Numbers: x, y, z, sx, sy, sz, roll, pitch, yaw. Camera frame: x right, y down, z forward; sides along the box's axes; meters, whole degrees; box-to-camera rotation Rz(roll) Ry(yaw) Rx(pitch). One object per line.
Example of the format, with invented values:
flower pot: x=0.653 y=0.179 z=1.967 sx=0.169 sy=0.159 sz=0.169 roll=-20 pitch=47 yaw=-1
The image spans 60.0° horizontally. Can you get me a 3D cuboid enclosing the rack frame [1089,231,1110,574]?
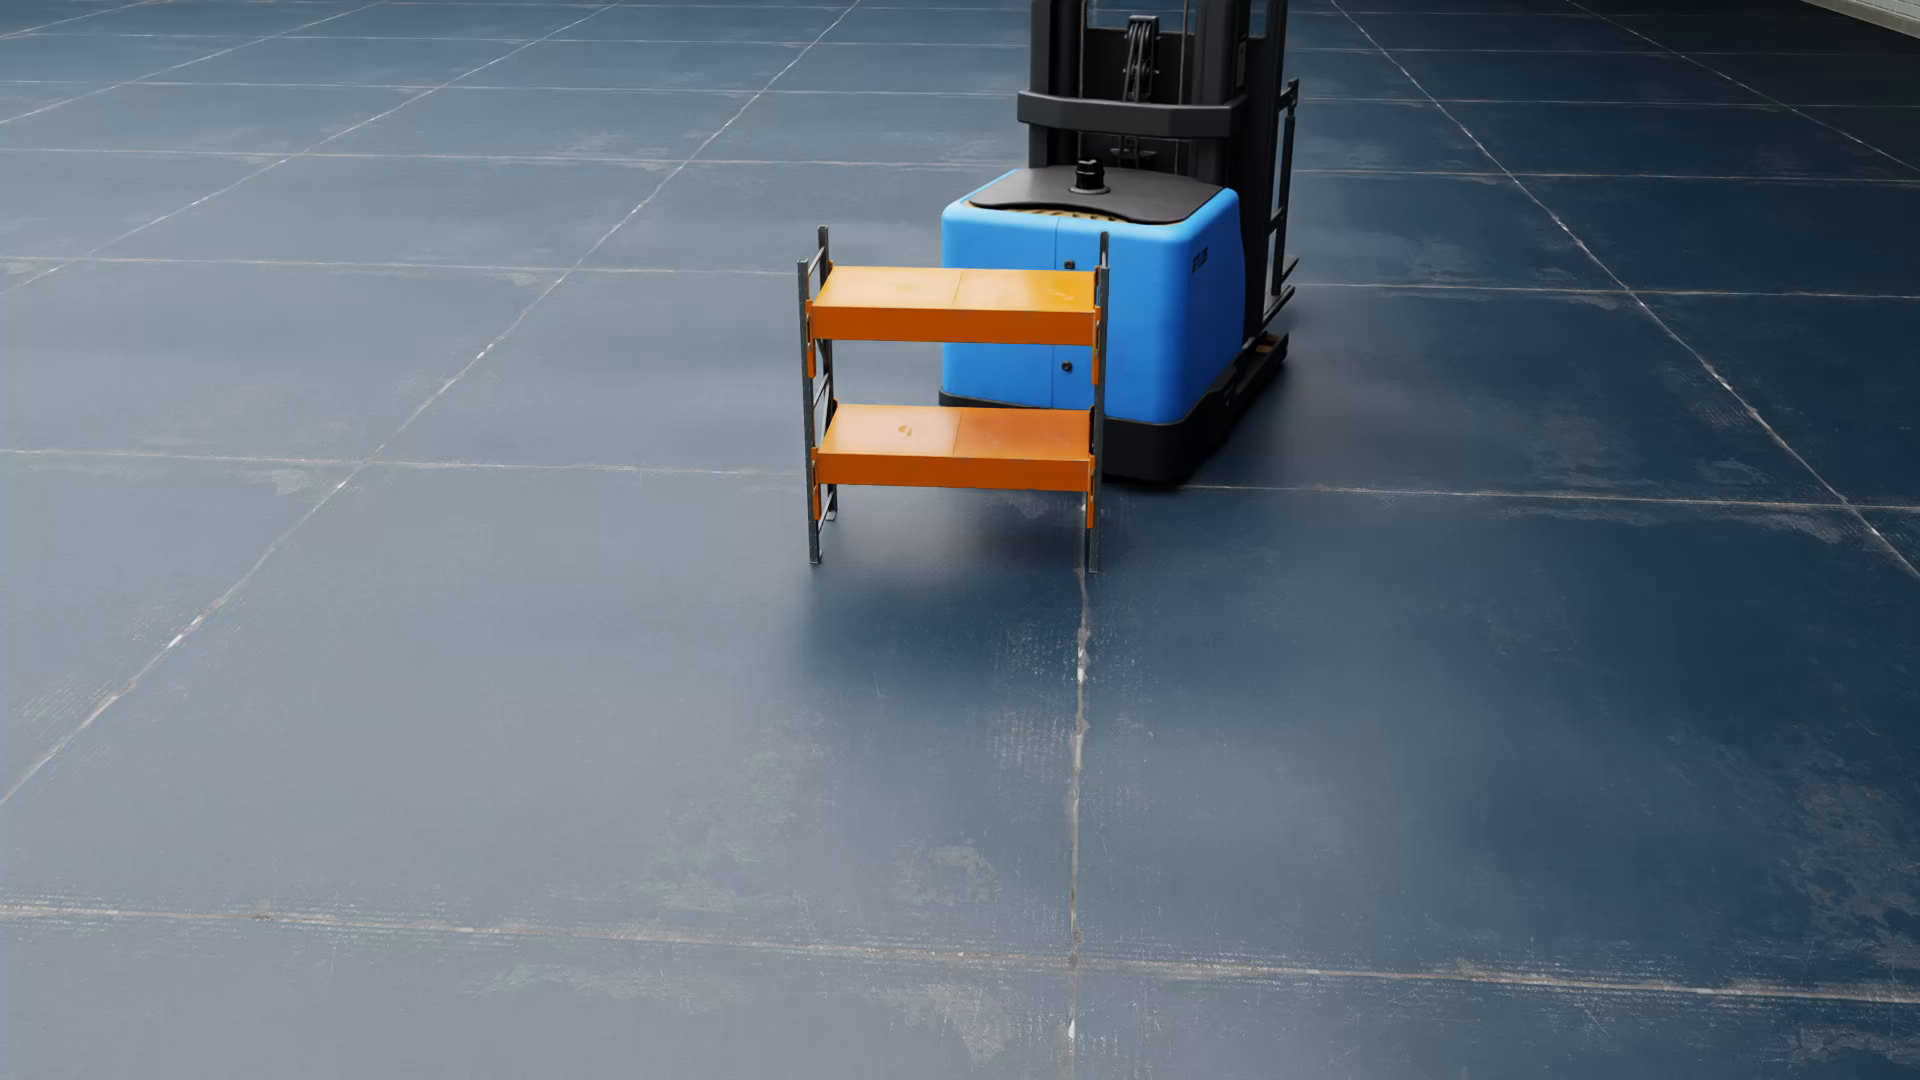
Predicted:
rack frame: x=0.500 y=-0.495 z=5.980 sx=0.032 sy=1.125 sz=0.500 roll=2 pitch=25 yaw=4

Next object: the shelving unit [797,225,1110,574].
shelving unit: x=-0.007 y=-0.511 z=6.015 sx=1.048 sy=1.125 sz=0.538 roll=2 pitch=25 yaw=4

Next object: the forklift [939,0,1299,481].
forklift: x=0.949 y=-2.152 z=7.422 sx=1.130 sy=2.935 sz=3.031 roll=10 pitch=27 yaw=21

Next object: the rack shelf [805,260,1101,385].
rack shelf: x=-0.007 y=-0.777 z=5.893 sx=1.000 sy=0.278 sz=0.538 roll=2 pitch=25 yaw=4

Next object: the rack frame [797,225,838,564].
rack frame: x=-0.514 y=-0.527 z=6.051 sx=0.032 sy=1.125 sz=0.500 roll=2 pitch=25 yaw=4

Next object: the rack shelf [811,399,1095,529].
rack shelf: x=-0.007 y=-0.289 z=6.118 sx=1.000 sy=0.278 sz=0.538 roll=2 pitch=25 yaw=4
